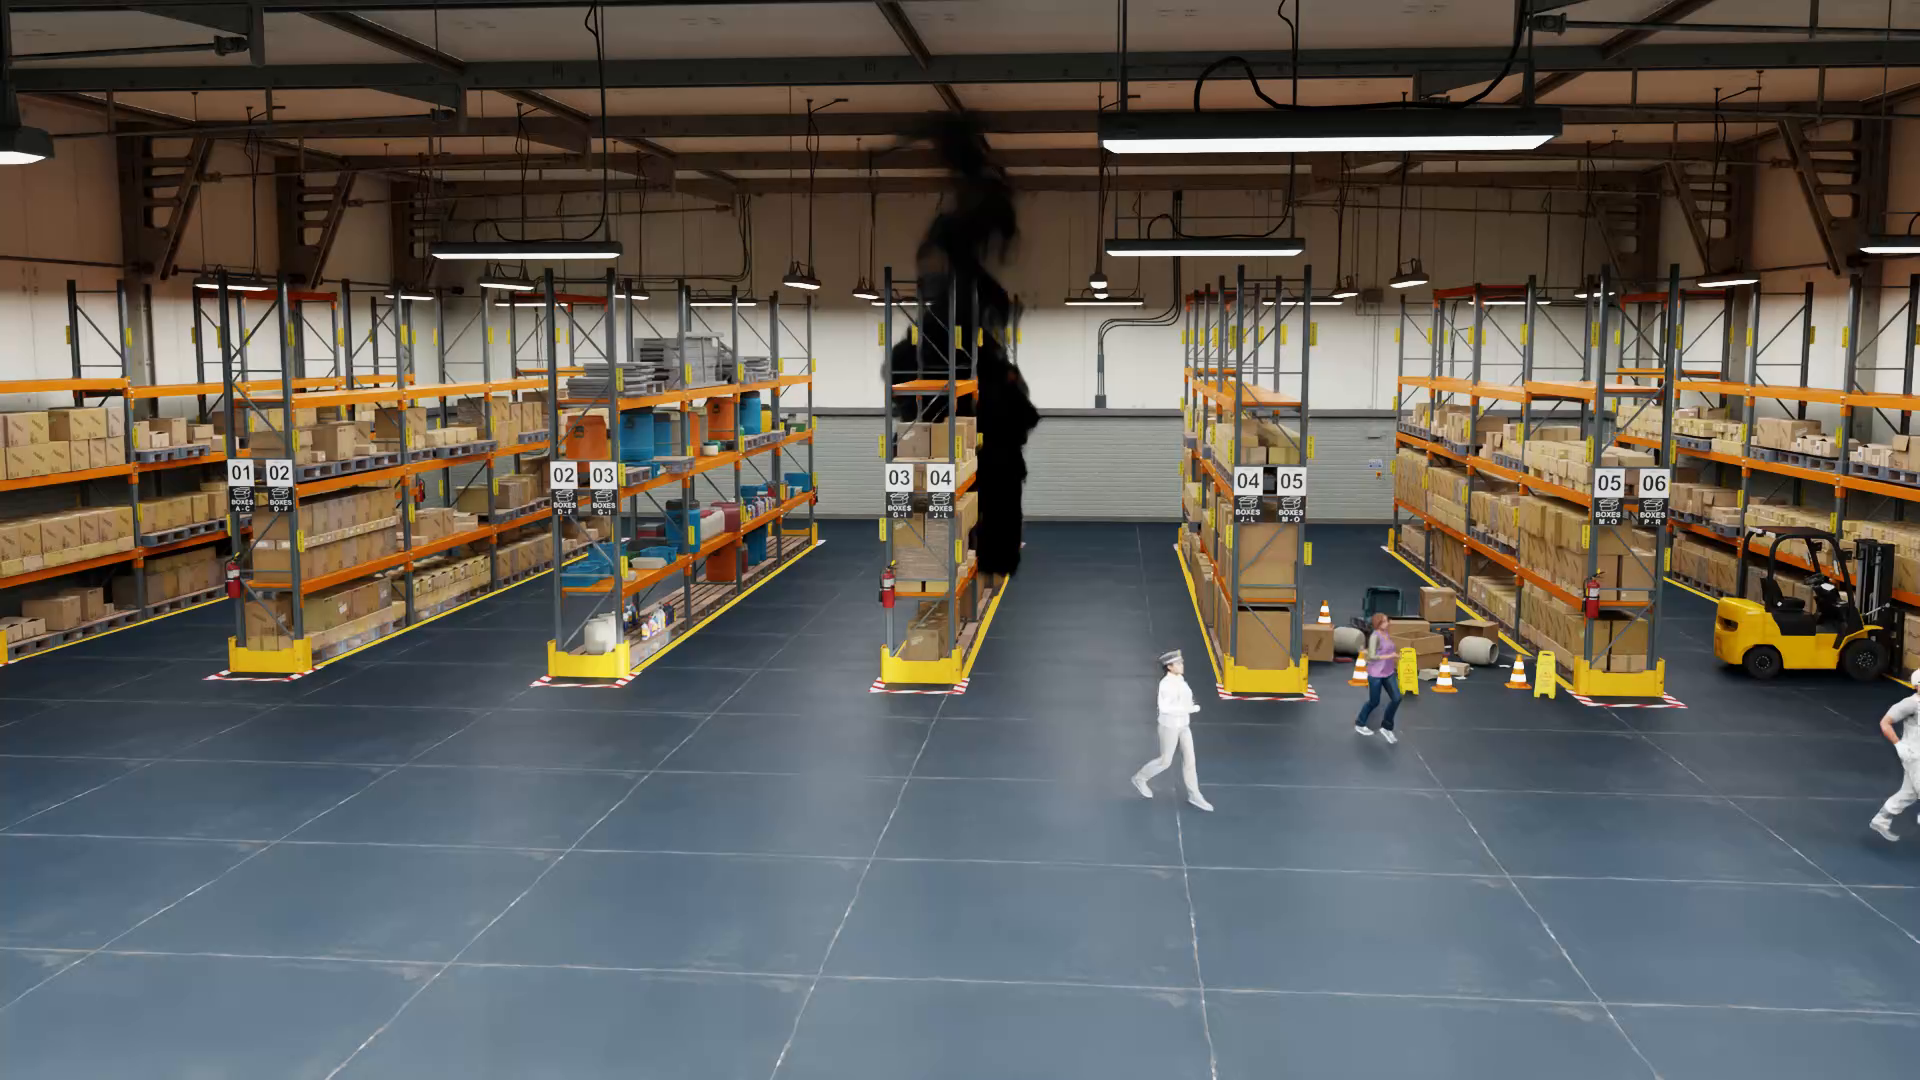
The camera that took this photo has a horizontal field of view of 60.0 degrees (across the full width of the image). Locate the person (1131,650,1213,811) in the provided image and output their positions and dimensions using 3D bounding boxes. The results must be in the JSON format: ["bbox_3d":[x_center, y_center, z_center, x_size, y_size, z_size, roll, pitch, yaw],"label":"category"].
[{"bbox_3d":[2.270,1.999,17.712,0.920,1.697,0.612,5,8,34],"label":"person"}]

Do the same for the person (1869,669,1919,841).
[{"bbox_3d":[9.298,2.146,16.149,0.653,1.821,0.831,-6,9,-40],"label":"person"}]

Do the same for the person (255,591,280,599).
[{"bbox_3d":[-11.979,0.677,28.784,0.576,1.749,0.706,-1,7,-6],"label":"person"}]

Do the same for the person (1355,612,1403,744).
[{"bbox_3d":[5.222,1.711,20.643,0.514,1.640,0.667,-6,9,-40],"label":"person"}]
